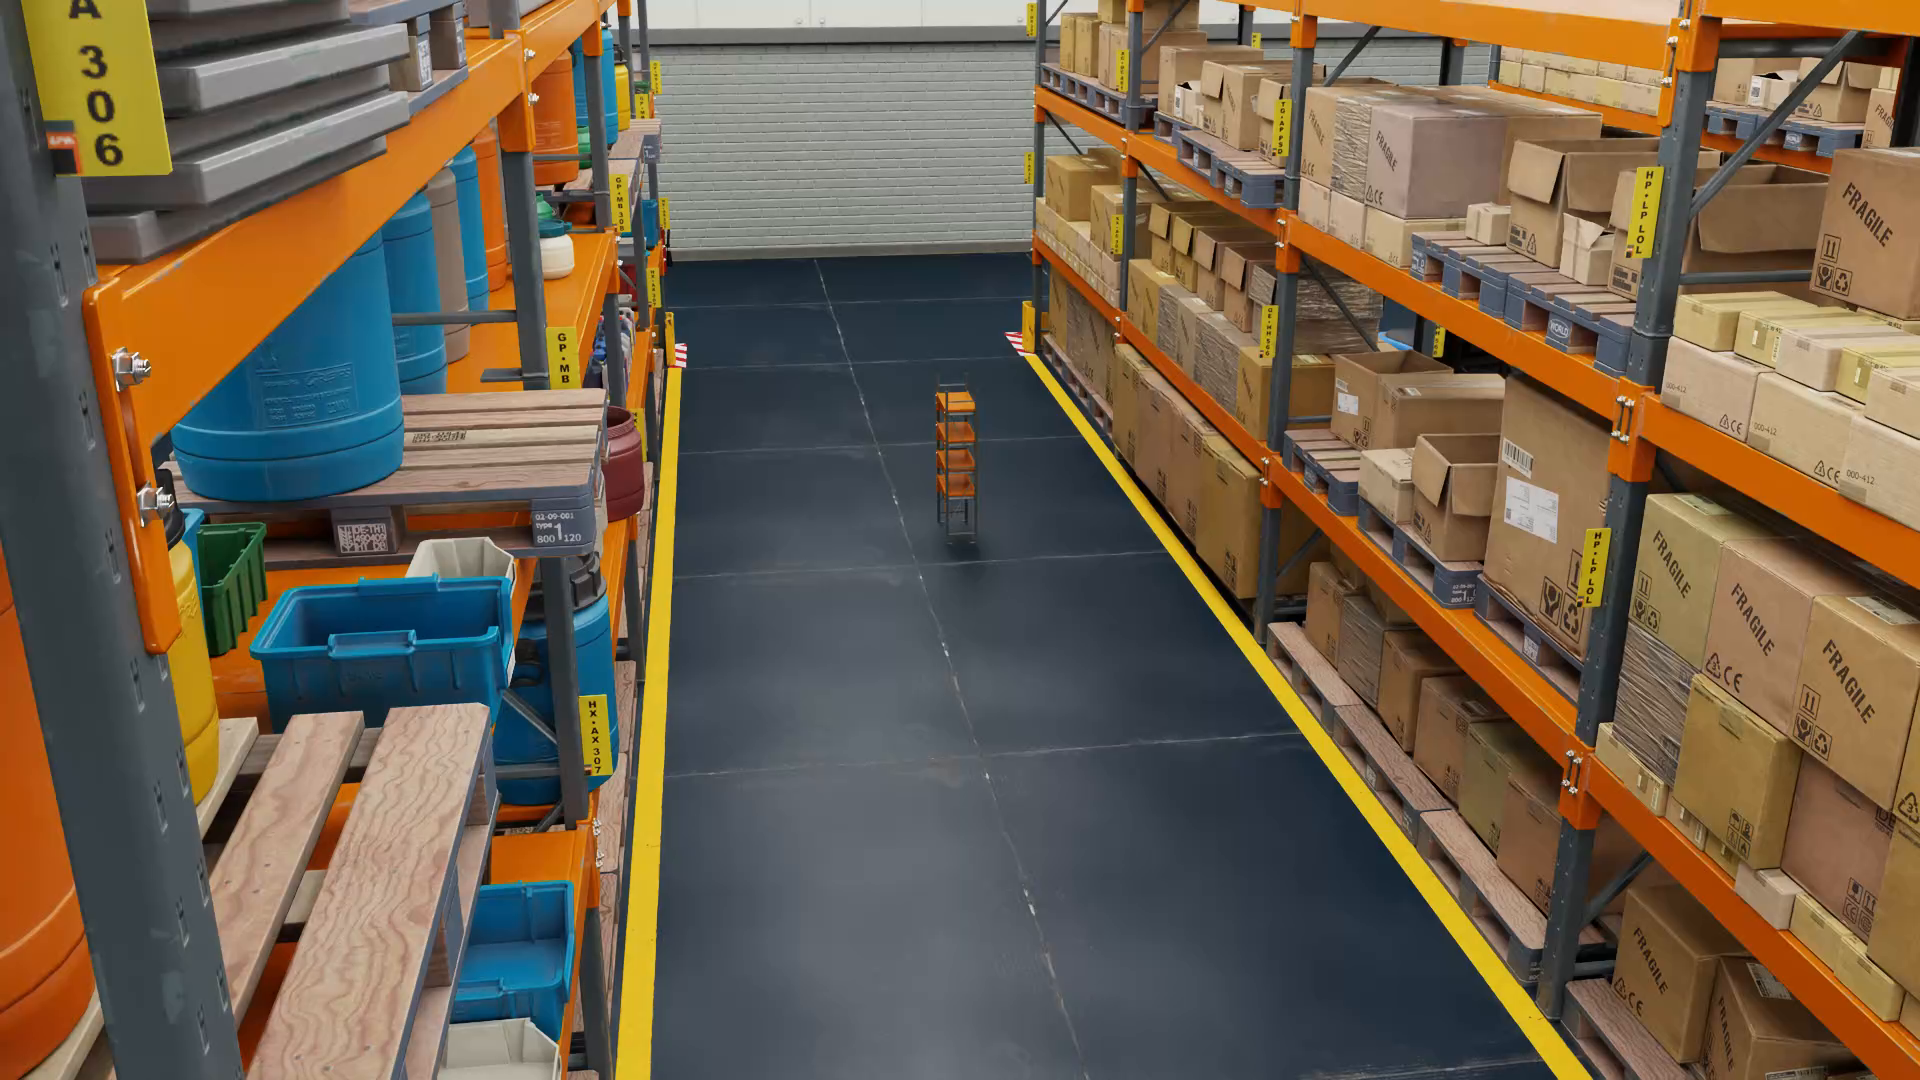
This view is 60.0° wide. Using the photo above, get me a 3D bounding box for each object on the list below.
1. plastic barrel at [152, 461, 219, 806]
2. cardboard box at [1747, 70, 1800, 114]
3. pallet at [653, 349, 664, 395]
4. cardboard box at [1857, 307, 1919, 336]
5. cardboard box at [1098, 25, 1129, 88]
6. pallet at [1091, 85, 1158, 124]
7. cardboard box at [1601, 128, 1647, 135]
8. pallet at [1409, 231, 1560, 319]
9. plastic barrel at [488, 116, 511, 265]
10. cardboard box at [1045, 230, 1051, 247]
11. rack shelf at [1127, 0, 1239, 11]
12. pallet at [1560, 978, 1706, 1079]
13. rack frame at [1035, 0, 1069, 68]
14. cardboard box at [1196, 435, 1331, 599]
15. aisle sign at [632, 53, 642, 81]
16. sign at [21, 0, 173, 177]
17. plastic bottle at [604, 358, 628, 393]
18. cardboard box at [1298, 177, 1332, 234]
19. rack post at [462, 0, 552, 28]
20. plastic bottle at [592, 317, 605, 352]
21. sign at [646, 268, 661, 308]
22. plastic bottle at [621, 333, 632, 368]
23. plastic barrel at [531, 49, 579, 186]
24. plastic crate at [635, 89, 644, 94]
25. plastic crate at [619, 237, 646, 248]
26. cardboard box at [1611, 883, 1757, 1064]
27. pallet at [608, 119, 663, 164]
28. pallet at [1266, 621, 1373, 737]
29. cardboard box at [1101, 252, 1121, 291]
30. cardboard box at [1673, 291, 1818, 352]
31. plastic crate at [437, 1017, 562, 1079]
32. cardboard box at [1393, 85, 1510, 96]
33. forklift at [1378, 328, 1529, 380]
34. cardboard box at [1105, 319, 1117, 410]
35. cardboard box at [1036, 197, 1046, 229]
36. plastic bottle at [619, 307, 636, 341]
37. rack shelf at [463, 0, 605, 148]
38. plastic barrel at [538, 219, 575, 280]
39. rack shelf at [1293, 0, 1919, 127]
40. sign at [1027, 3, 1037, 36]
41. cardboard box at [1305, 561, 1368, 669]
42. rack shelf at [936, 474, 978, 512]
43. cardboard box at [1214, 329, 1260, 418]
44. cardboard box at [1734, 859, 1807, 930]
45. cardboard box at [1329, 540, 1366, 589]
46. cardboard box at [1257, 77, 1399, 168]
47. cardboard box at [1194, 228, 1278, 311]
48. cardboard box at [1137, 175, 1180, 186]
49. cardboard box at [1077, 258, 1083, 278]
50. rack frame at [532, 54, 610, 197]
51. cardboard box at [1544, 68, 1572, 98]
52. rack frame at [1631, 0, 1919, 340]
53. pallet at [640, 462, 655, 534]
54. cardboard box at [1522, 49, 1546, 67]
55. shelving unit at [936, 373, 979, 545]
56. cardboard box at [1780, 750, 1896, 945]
[{"bbox_3d":[-1.597,0.179,2.792,0.600,0.588,0.600,0,20,0],"label":"plastic barrel"},{"bbox_3d":[6.706,-3.607,13.326,0.500,0.311,0.500,-3,21,-9],"label":"cardboard box"},{"bbox_3d":[-3.533,-1.688,16.934,1.003,0.211,1.213,-3,21,-8],"label":"pallet"},{"bbox_3d":[3.298,-0.704,5.670,0.380,0.149,0.250,-3,21,-7],"label":"cardboard box"},{"bbox_3d":[1.619,-4.297,14.760,0.700,0.500,0.500,-2,21,-5],"label":"cardboard box"},{"bbox_3d":[1.757,-3.794,14.427,1.003,0.211,1.213,-3,21,-8],"label":"pallet"},{"bbox_3d":[6.679,-3.901,16.875,0.500,0.500,0.500,-2,21,-5],"label":"cardboard box"},{"bbox_3d":[2.881,-1.272,7.817,1.213,0.211,1.003,-3,21,-8],"label":"pallet"},{"bbox_3d":[-2.557,-1.857,8.397,0.600,0.901,0.600,0,20,0],"label":"plastic barrel"},{"bbox_3d":[1.088,-3.097,17.080,0.380,0.149,0.250,-3,21,-9],"label":"cardboard box"},{"bbox_3d":[1.576,-5.125,15.177,1.077,0.370,4.000,-3,21,-8],"label":"rack shelf"},{"bbox_3d":[3.149,2.160,6.631,1.003,0.211,1.213,-3,21,-8],"label":"pallet"},{"bbox_3d":[1.288,-6.342,16.835,1.000,3.000,0.127,-3,21,-8],"label":"rack frame"},{"bbox_3d":[2.362,-0.203,11.410,1.225,0.875,0.875,-4,21,-10],"label":"cardboard box"},{"bbox_3d":[-3.334,-4.539,16.868,0.394,0.787,0.004,-3,21,-8],"label":"aisle sign"},{"bbox_3d":[-0.762,-0.481,1.441,0.100,0.325,0.005,-3,21,-8],"label":"sign"},{"bbox_3d":[-2.422,-1.191,11.688,0.144,0.351,0.185,-3,21,-8],"label":"plastic bottle"},{"bbox_3d":[2.257,-1.921,9.500,0.500,0.250,0.500,-3,21,-7],"label":"cardboard box"},{"bbox_3d":[-2.253,-2.709,6.821,1.013,1.000,3.121,-3,21,-8],"label":"rack post"},{"bbox_3d":[-2.697,-1.501,12.518,0.144,0.351,0.185,-3,21,-8],"label":"plastic bottle"},{"bbox_3d":[-2.492,-2.054,13.532,0.100,0.325,0.005,-3,21,-8],"label":"sign"},{"bbox_3d":[-2.535,-1.418,12.402,0.152,0.276,0.135,-3,21,-8],"label":"plastic bottle"},{"bbox_3d":[-2.539,-2.512,9.653,0.600,0.830,0.708,-3,21,-8],"label":"plastic barrel"},{"bbox_3d":[-2.945,-3.685,14.195,0.497,0.269,0.590,-3,21,-8],"label":"plastic crate"},{"bbox_3d":[-3.317,-2.913,16.520,0.396,0.136,0.243,-3,21,-8],"label":"plastic crate"},{"bbox_3d":[3.035,1.738,6.749,0.500,0.500,0.500,-4,21,-9],"label":"cardboard box"},{"bbox_3d":[-2.827,-2.947,12.303,1.213,0.211,1.003,-3,21,-8],"label":"pallet"},{"bbox_3d":[2.552,0.815,10.232,1.003,0.211,1.213,-3,21,-8],"label":"pallet"},{"bbox_3d":[1.541,-2.356,14.525,0.500,0.250,0.500,-3,21,-9],"label":"cardboard box"},{"bbox_3d":[2.759,-0.771,5.850,0.380,0.149,0.250,-4,21,-9],"label":"cardboard box"},{"bbox_3d":[-1.399,1.546,4.667,0.530,0.136,0.437,-3,21,-8],"label":"plastic crate"},{"bbox_3d":[2.757,-2.296,9.431,0.500,0.500,0.500,-2,21,-6],"label":"cardboard box"},{"bbox_3d":[4.575,-1.757,13.231,1.130,2.935,3.031,-8,22,-20],"label":"forklift"},{"bbox_3d":[1.848,-1.581,15.098,0.875,0.875,0.875,-3,21,-8],"label":"cardboard box"},{"bbox_3d":[1.090,-3.421,17.378,0.500,0.250,0.500,-3,21,-9],"label":"cardboard box"},{"bbox_3d":[-2.660,-1.719,13.208,0.152,0.276,0.135,-3,21,-8],"label":"plastic bottle"},{"bbox_3d":[-2.172,-2.106,7.092,1.077,0.370,4.000,-3,21,-8],"label":"rack shelf"},{"bbox_3d":[-2.046,-1.424,8.152,0.301,0.262,0.301,0,20,0],"label":"plastic barrel"},{"bbox_3d":[2.729,-2.355,7.761,1.077,0.370,4.000,-3,21,-8],"label":"rack shelf"},{"bbox_3d":[0.738,-5.358,17.124,0.100,0.325,0.005,-3,21,-8],"label":"sign"},{"bbox_3d":[2.557,0.434,10.211,0.700,0.500,0.500,-4,21,-11],"label":"cardboard box"},{"bbox_3d":[-0.024,-0.370,12.753,0.258,0.148,0.480,-3,21,-8],"label":"rack shelf"},{"bbox_3d":[2.058,-1.140,11.338,0.500,0.500,0.500,-3,21,-8],"label":"cardboard box"},{"bbox_3d":[2.878,1.177,5.636,0.380,0.149,0.250,-3,21,-8],"label":"cardboard box"},{"bbox_3d":[2.567,0.082,10.081,0.500,0.250,0.500,-2,21,-6],"label":"cardboard box"},{"bbox_3d":[2.282,-2.620,10.408,0.797,0.503,0.637,-2,21,-5],"label":"cardboard box"},{"bbox_3d":[2.157,-1.990,12.181,0.797,0.503,0.637,-2,21,-6],"label":"cardboard box"},{"bbox_3d":[1.905,-3.097,15.438,0.500,0.500,0.500,-4,21,-9],"label":"cardboard box"},{"bbox_3d":[1.310,-2.563,15.651,0.380,0.149,0.250,-3,21,-9],"label":"cardboard box"},{"bbox_3d":[-2.460,-3.322,8.750,1.000,3.000,0.127,-3,21,-8],"label":"rack frame"},{"bbox_3d":[6.181,-4.553,16.547,0.500,0.250,0.500,-4,21,-10],"label":"cardboard box"},{"bbox_3d":[3.017,-2.187,5.711,1.000,3.000,0.127,-3,21,-8],"label":"rack frame"},{"bbox_3d":[-2.967,-0.321,13.275,1.003,0.211,1.213,-3,21,-8],"label":"pallet"},{"bbox_3d":[6.093,-4.970,16.949,0.500,0.250,0.500,-3,21,-8],"label":"cardboard box"},{"bbox_3d":[-0.024,-0.619,12.660,0.258,1.200,0.503,-3,21,-8],"label":"shelving unit"},{"bbox_3d":[3.230,0.939,5.348,0.875,0.500,0.500,-3,21,-8],"label":"cardboard box"}]
